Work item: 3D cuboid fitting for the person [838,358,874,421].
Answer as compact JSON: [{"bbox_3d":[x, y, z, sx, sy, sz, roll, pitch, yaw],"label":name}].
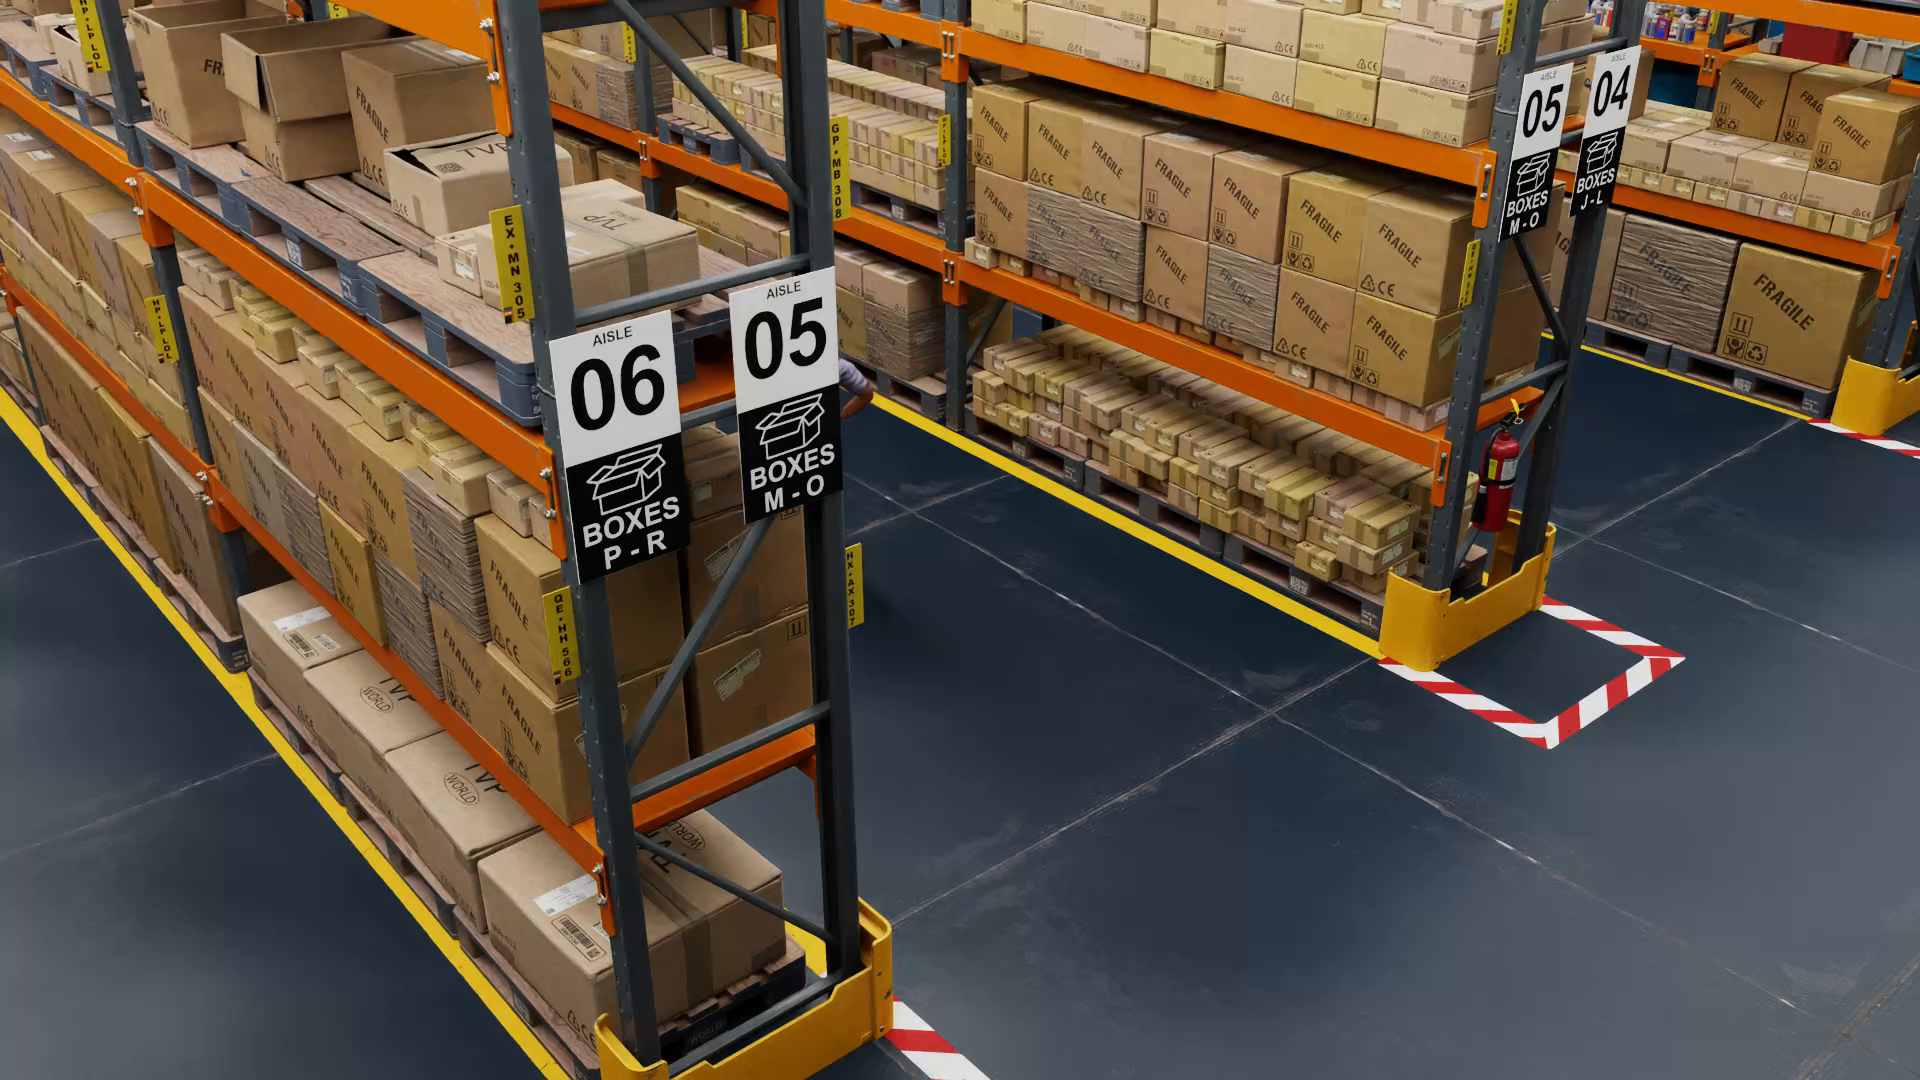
[{"bbox_3d":[-0.950,-0.563,9.644,0.636,1.628,0.729,-24,37,-37],"label":"person"}]
